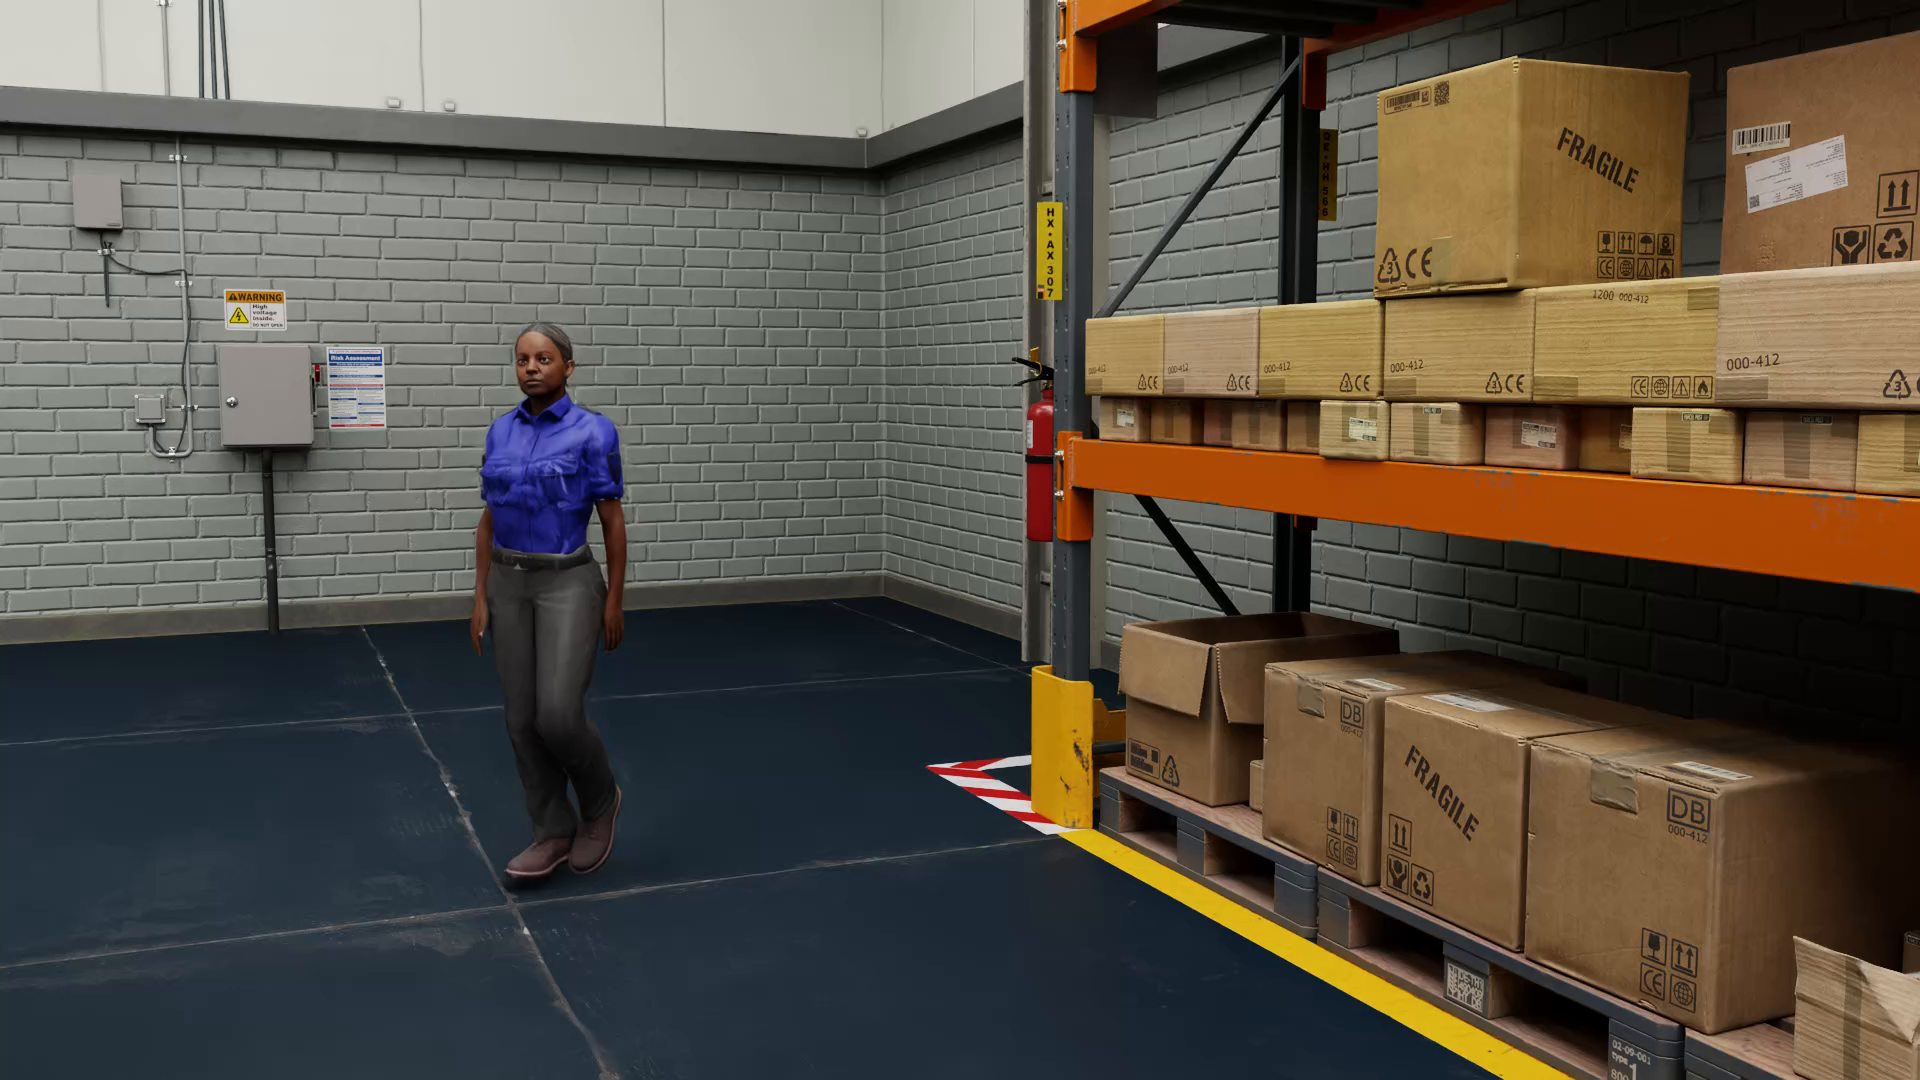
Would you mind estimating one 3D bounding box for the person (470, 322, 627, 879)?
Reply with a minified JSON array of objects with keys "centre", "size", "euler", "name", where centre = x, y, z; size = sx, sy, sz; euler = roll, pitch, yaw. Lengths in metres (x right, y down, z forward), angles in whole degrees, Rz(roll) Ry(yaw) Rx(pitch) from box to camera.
[{"centre":[-1.231,0.191,4.939],"size":[0.439,1.666,0.438],"euler":[2,6,17],"name":"person"}]
